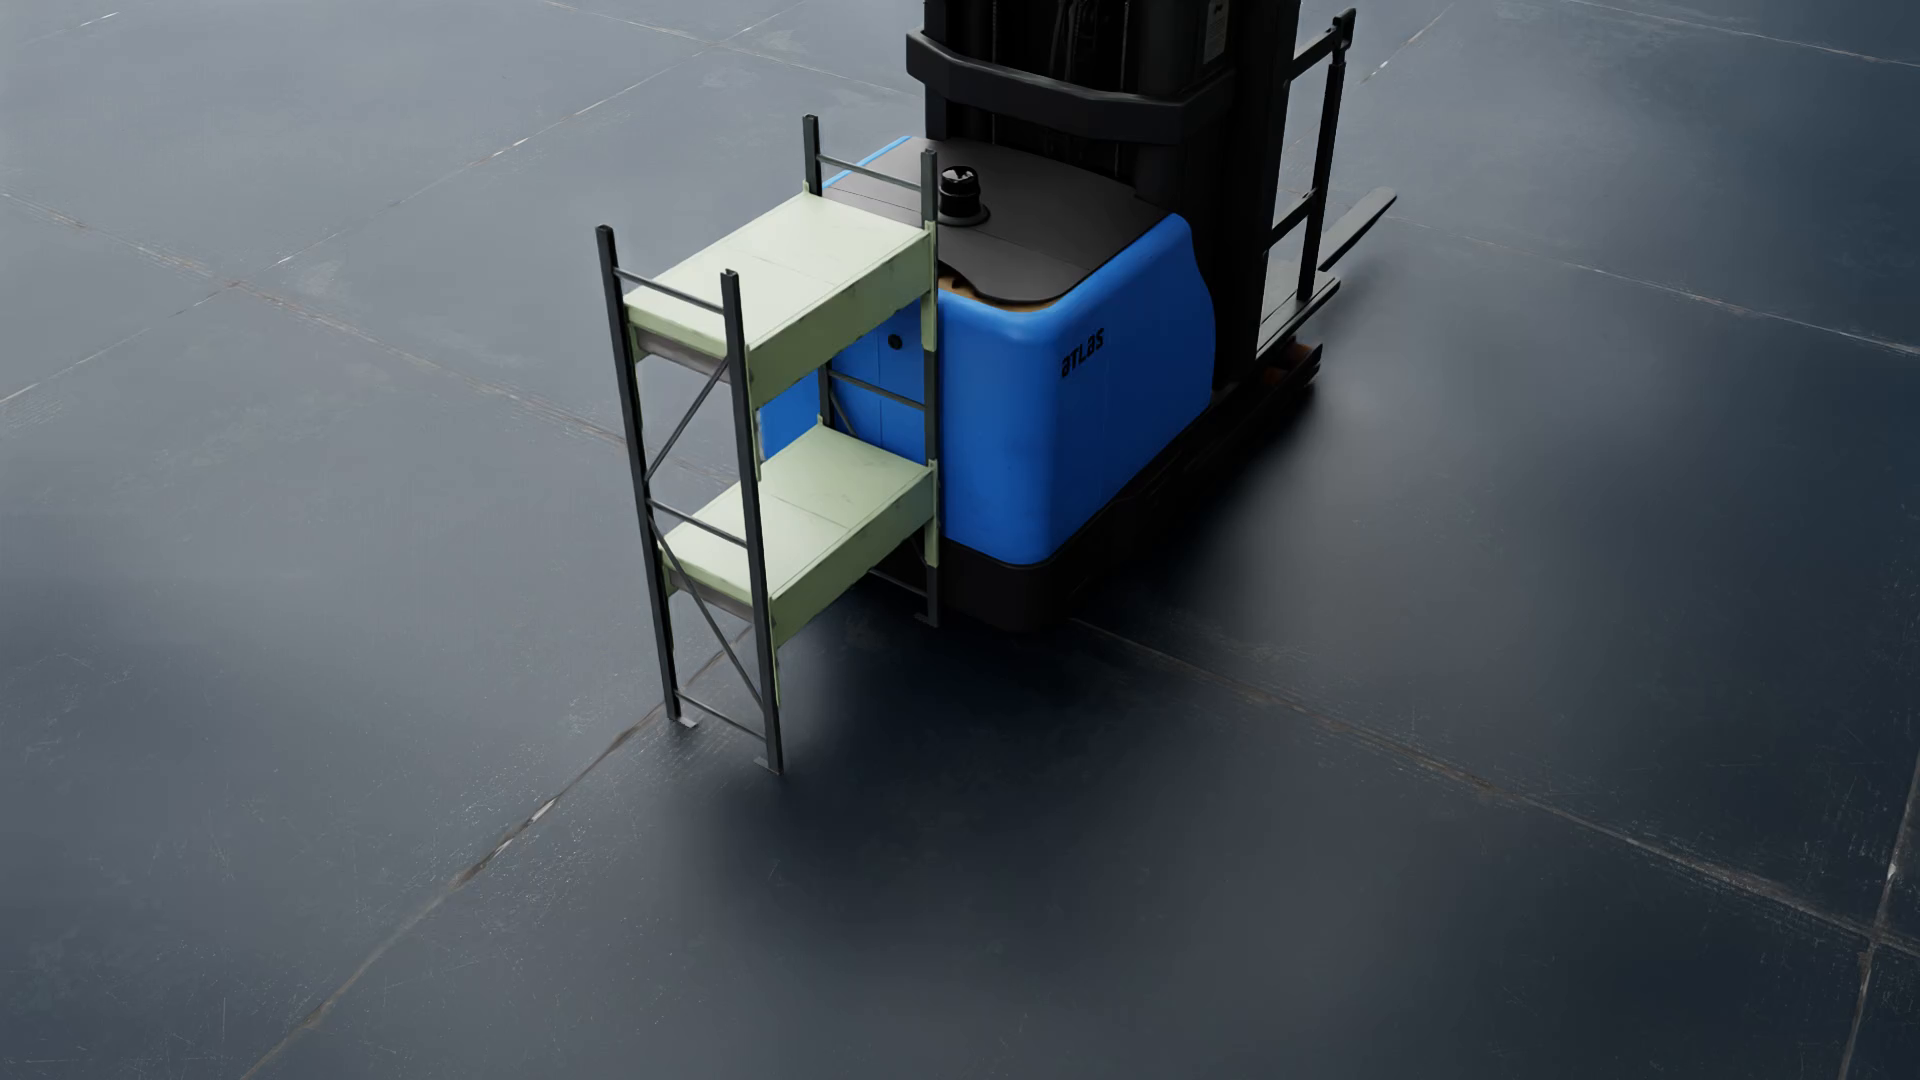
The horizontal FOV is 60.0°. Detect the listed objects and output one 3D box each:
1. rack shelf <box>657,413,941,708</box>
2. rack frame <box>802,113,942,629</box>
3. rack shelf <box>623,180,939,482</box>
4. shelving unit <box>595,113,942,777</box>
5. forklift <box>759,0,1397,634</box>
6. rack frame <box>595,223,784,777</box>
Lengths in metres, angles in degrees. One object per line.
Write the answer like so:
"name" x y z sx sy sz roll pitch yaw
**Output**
"rack shelf" -0.433 0.036 4.509 0.431 0.370 0.720 23 43 27
"rack frame" -0.226 -0.406 4.548 0.400 1.500 0.023 23 43 27
"rack shelf" -0.433 -0.531 4.071 0.431 0.370 0.720 23 43 27
"shelving unit" -0.433 -0.222 4.310 0.431 1.500 0.755 23 43 27
"forklift" 0.633 -1.751 5.121 1.130 2.935 3.031 23 43 27
"rack frame" -0.641 -0.038 4.071 0.400 1.500 0.023 23 43 27
